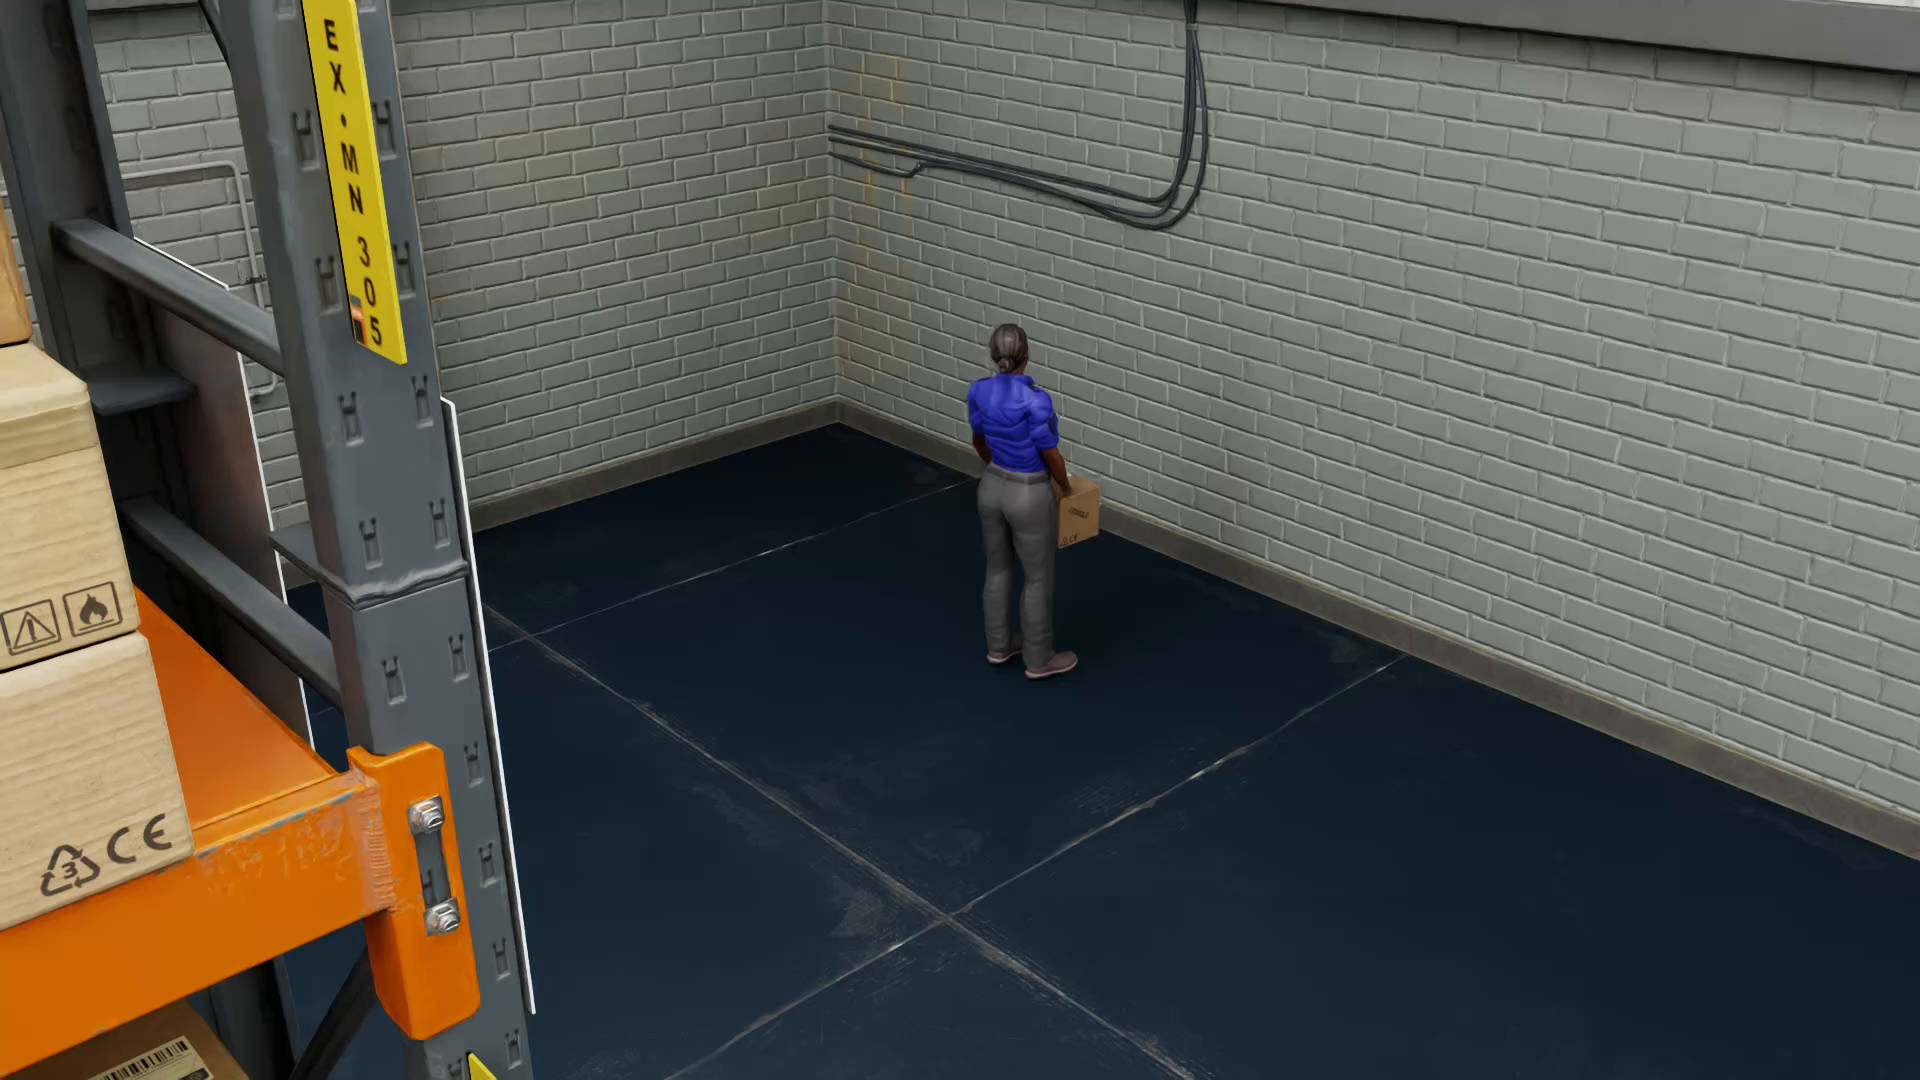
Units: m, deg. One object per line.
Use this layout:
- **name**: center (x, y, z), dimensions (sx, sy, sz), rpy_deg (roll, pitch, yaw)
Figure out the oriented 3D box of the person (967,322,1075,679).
- **person**: center (0.283, -0.190, 7.509), dimensions (0.489, 1.663, 0.380), rpy_deg (18, 30, 34)
